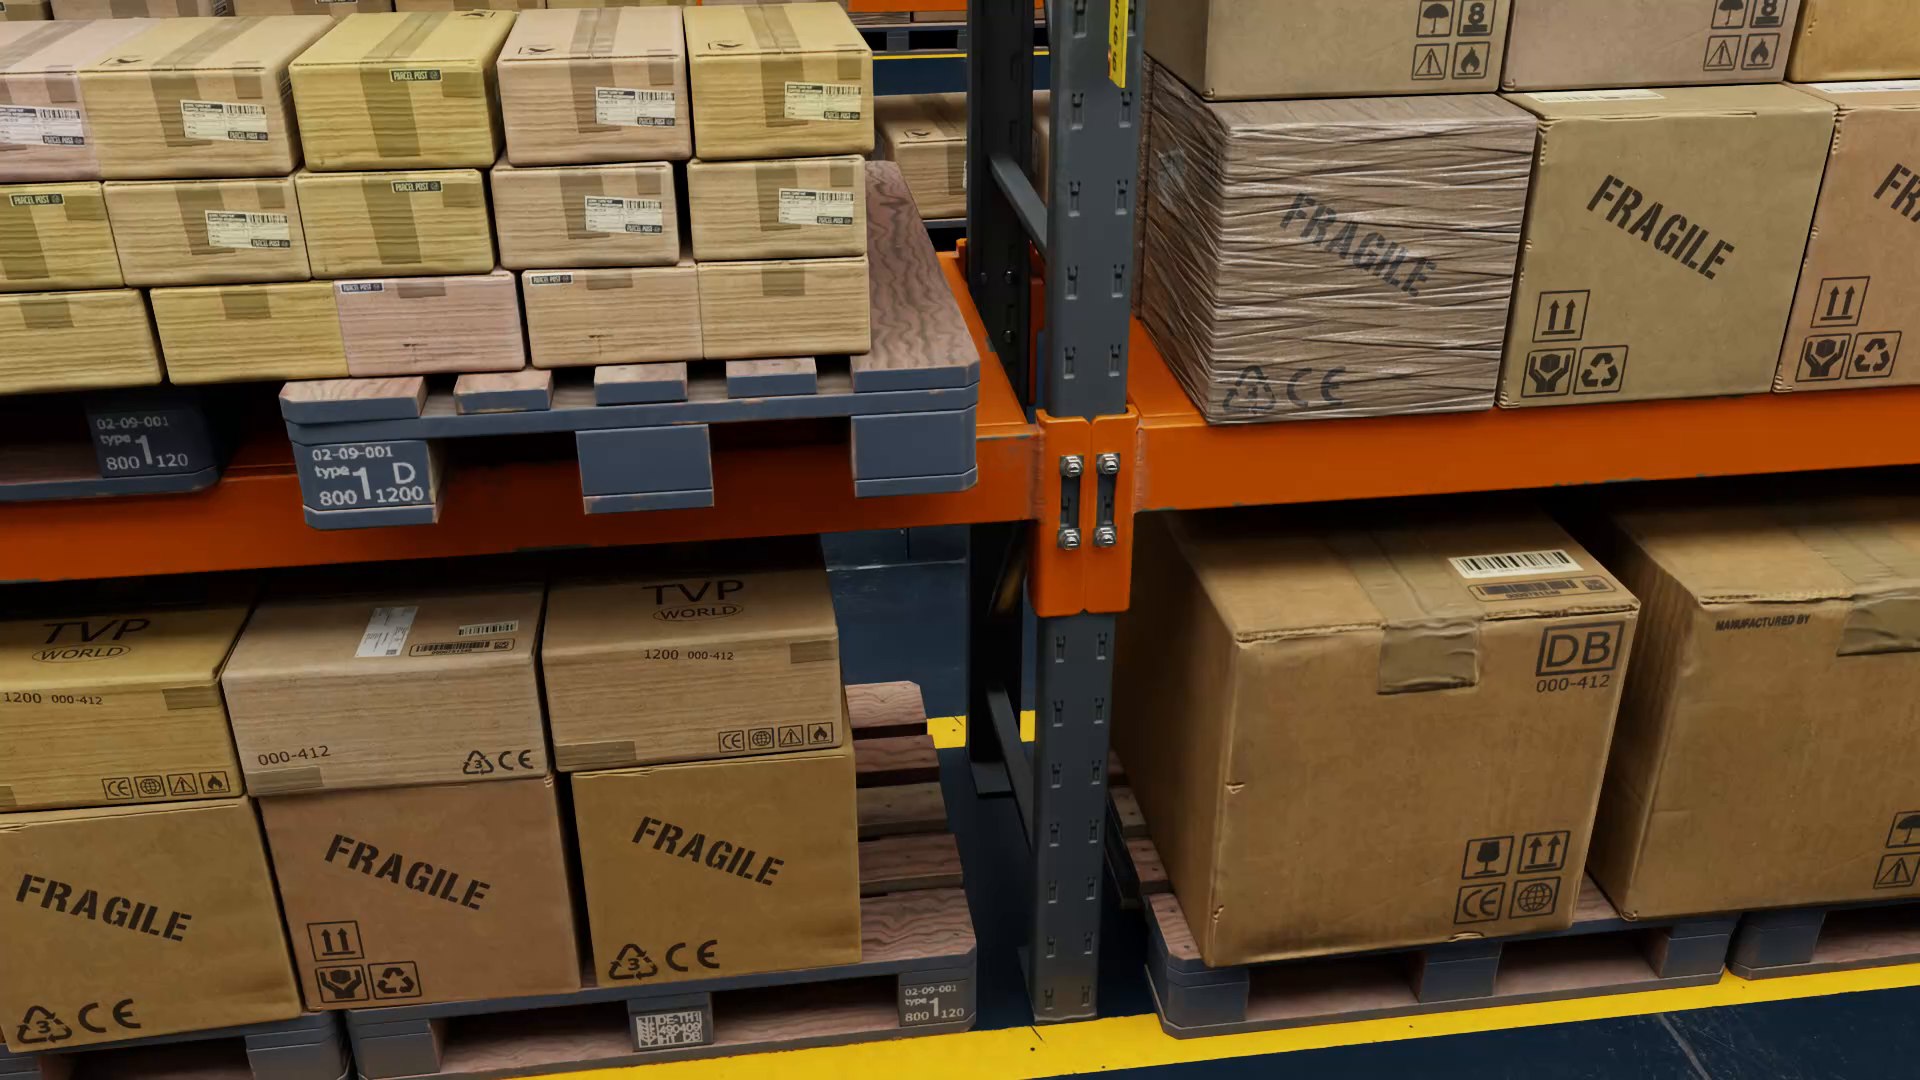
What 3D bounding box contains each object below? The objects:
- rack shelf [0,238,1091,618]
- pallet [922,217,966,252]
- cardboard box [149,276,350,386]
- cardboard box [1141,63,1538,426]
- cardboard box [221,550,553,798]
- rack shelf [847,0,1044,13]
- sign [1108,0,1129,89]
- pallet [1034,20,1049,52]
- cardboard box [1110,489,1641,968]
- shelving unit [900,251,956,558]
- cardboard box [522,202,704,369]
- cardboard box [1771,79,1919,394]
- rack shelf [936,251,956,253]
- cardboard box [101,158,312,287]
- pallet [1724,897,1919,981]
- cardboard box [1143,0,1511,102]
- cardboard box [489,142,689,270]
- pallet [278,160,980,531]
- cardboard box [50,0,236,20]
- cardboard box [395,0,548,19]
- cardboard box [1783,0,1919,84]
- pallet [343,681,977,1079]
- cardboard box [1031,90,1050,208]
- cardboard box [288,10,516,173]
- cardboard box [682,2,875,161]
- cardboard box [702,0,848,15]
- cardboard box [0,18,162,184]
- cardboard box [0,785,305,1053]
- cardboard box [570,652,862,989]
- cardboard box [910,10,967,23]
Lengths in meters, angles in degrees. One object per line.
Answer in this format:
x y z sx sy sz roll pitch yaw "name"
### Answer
-1.836 -0.139 3.023 4.000 0.370 1.077 -4 27 -7 "rack shelf"
0.129 -1.626 8.188 1.213 0.211 1.003 -4 27 -7 "pallet"
-1.028 -0.376 2.513 0.250 0.149 0.380 -4 27 -8 "cardboard box"
0.627 -0.537 2.902 0.500 0.500 0.500 -3 27 -7 "cardboard box"
-0.995 0.205 3.022 0.500 0.250 0.500 -3 27 -6 "cardboard box"
1.335 -2.625 7.867 4.000 0.370 1.077 -4 27 -7 "rack shelf"
0.230 -0.821 2.384 0.005 0.325 0.100 -4 27 -7 "sign"
0.686 -3.931 12.681 1.213 0.211 1.003 -4 27 -7 "pallet"
0.760 0.230 3.521 0.750 0.750 1.050 -4 27 -8 "cardboard box"
-0.053 -0.464 5.004 0.252 1.050 0.215 -4 27 -7 "shelving unit"
-0.526 -0.407 2.573 0.250 0.149 0.380 -4 27 -7 "cardboard box"
1.629 -0.603 3.029 0.500 0.500 0.500 -4 27 -7 "cardboard box"
-0.053 -0.707 4.879 0.240 0.259 0.215 -4 27 -7 "rack shelf"
-1.053 -0.505 2.438 0.250 0.149 0.380 -4 27 -7 "cardboard box"
2.141 0.562 3.923 1.213 0.211 1.003 -4 27 -7 "pallet"
0.591 -1.100 2.902 0.500 0.500 0.700 -4 27 -7 "cardboard box"
-0.545 -0.539 2.503 0.250 0.149 0.380 -3 27 -5 "cardboard box"
-0.546 -0.407 2.968 1.003 0.211 1.213 -4 27 -7 "pallet"
-1.379 -0.918 2.916 0.250 0.149 0.380 -2 27 -5 "cardboard box"
-0.849 -0.952 2.984 0.250 0.149 0.380 -4 27 -7 "cardboard box"
1.599 -1.166 3.032 0.500 0.500 0.700 -4 27 -8 "cardboard box"
-0.629 0.703 3.648 1.213 0.211 1.003 -4 27 -7 "pallet"
0.645 -1.917 8.119 0.625 0.372 0.950 -4 27 -8 "cardboard box"
-0.785 -0.656 2.406 0.250 0.149 0.380 -3 27 -6 "cardboard box"
-0.277 -0.688 2.468 0.250 0.149 0.380 -5 28 -9 "cardboard box"
-0.344 -0.984 3.045 0.250 0.149 0.380 -4 27 -7 "cardboard box"
-1.289 -0.625 2.345 0.250 0.149 0.380 -4 27 -7 "cardboard box"
-1.507 0.571 3.129 0.500 0.500 0.500 -5 28 -9 "cardboard box"
-0.471 0.499 3.270 0.500 0.500 0.500 -4 27 -7 "cardboard box"
-0.075 -4.270 12.428 0.625 0.625 0.875 -3 27 -5 "cardboard box"
